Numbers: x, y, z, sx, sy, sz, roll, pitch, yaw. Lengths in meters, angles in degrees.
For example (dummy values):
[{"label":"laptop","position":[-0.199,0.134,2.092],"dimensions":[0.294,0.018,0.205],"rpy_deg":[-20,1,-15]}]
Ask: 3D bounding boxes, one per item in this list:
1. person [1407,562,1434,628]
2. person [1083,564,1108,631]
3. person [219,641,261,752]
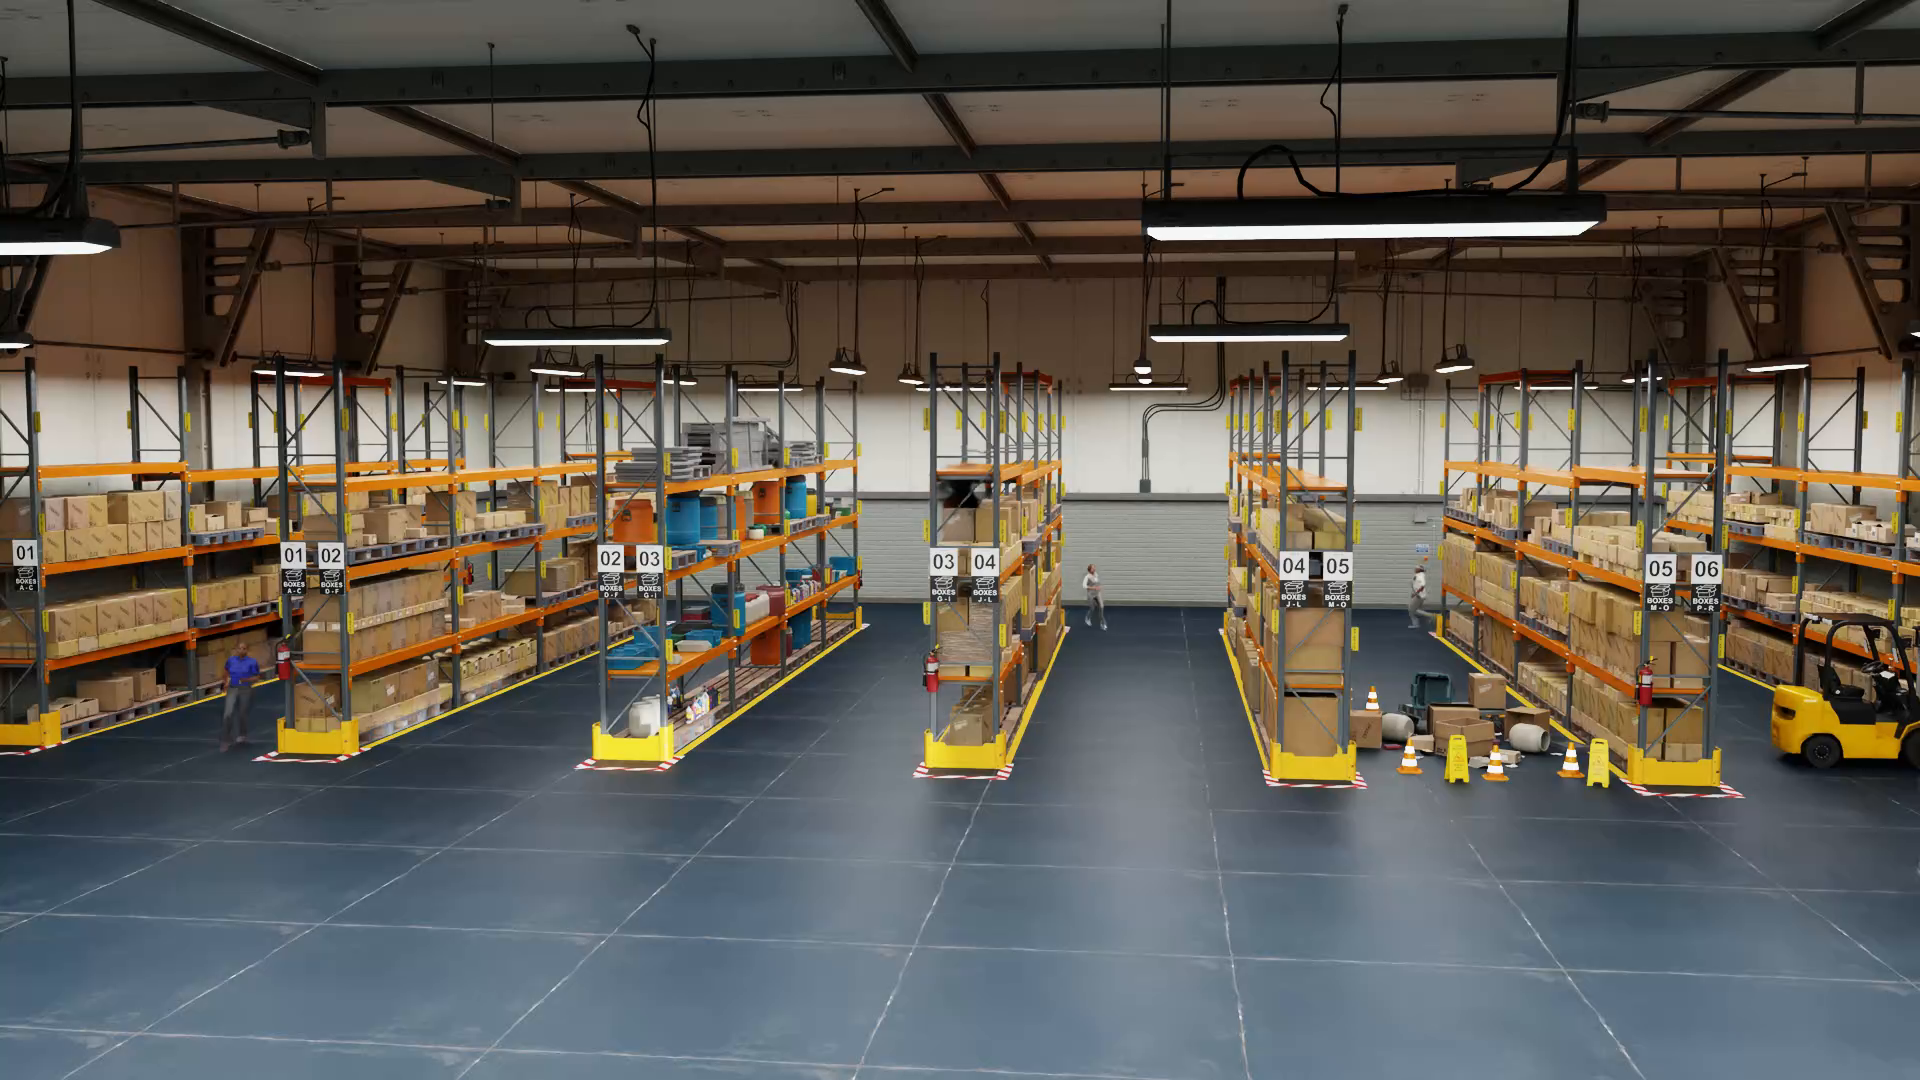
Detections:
[{"label":"person","position":[11.139,1.356,40.217],"dimensions":[0.597,1.641,0.612],"rpy_deg":[1,4,18]},{"label":"person","position":[3.183,1.379,40.239],"dimensions":[0.579,1.624,0.800],"rpy_deg":[-3,5,-33]},{"label":"person","position":[-11.062,2.396,25.612],"dimensions":[0.578,1.702,0.771],"rpy_deg":[-1,4,-13]}]
